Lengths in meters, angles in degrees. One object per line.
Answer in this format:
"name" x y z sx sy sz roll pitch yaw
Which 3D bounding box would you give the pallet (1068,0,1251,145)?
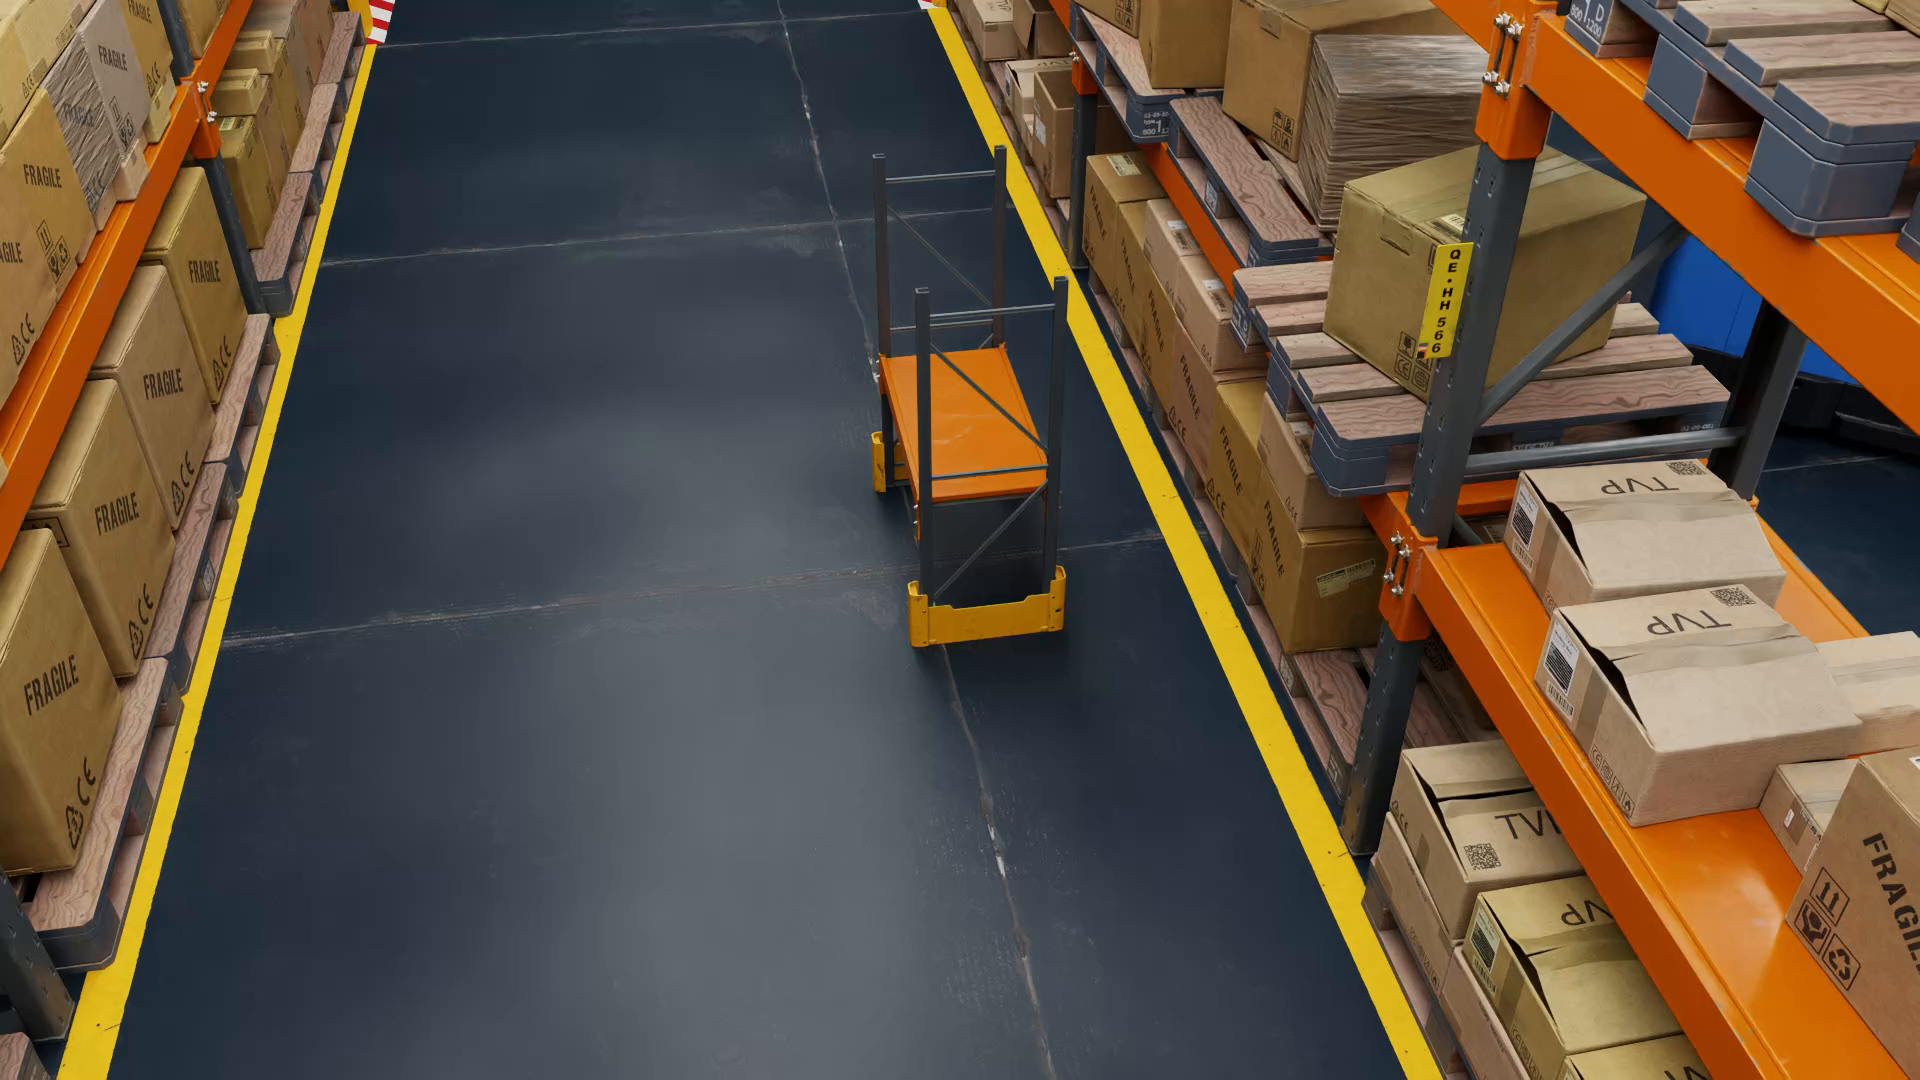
"pallet" 1.090 -2.085 7.145 1.003 0.211 1.213 -6 38 -8

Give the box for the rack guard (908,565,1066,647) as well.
"rack guard" 0.101 0.248 6.227 0.587 0.250 0.087 -6 38 -8

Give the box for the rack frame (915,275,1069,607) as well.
"rack frame" 0.104 -0.234 5.828 0.500 1.500 0.032 -6 38 -8

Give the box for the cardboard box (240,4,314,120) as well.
"cardboard box" -4.123 -2.696 9.471 0.700 0.500 0.500 -7 38 -9

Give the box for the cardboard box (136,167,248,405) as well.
"cardboard box" -3.577 -1.058 7.077 0.750 0.750 0.750 -6 38 -7

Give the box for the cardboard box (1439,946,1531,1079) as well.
"cardboard box" 1.650 1.333 4.489 0.500 0.250 0.500 -7 38 -9

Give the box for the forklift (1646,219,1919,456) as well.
"forklift" 4.601 -1.671 6.512 3.031 2.935 1.130 19 42 22

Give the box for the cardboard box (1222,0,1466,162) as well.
"cardboard box" 1.427 -1.800 6.198 0.700 0.500 0.500 -16 41 -19

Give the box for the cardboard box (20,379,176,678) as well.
"cardboard box" -3.265 -0.009 5.726 0.750 0.750 0.750 -6 38 -8

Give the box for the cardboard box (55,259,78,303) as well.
"cardboard box" -3.267 -0.921 5.679 0.380 0.149 0.250 -5 38 -7

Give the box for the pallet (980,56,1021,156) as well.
"pallet" 0.720 -2.707 10.062 1.003 0.211 1.213 -6 38 -8

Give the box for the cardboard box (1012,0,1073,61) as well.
"cardboard box" 0.723 -2.977 9.813 0.797 0.503 0.637 -6 38 -8

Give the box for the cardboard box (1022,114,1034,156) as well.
"cardboard box" 0.553 -2.236 9.149 0.380 0.149 0.250 -6 38 -8

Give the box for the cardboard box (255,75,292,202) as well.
"cardboard box" -3.934 -2.065 8.658 0.700 0.500 0.500 -7 38 -8

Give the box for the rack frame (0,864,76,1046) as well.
"rack frame" -3.118 0.296 3.924 1.000 3.000 0.127 -6 38 -8

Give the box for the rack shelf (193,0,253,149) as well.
"rack shelf" -4.170 -3.044 8.809 1.077 0.370 4.000 -6 38 -8

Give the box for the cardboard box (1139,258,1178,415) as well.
"cardboard box" 1.087 -0.899 7.142 0.500 0.500 0.500 -6 38 -7

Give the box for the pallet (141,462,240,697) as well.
"pallet" -3.393 0.178 6.349 1.003 0.211 1.213 -6 38 -8

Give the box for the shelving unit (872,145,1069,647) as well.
"shelving unit" 0.013 -0.546 6.231 0.587 1.500 1.083 -6 38 -8

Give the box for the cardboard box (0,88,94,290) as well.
"cardboard box" -3.219 -1.120 5.407 0.500 0.500 0.500 -5 38 -7

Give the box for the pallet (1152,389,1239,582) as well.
"pallet" 1.454 -0.328 7.000 1.003 0.211 1.213 -6 38 -8

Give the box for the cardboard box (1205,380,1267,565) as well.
"cardboard box" 1.273 -0.278 6.341 0.500 0.500 0.500 -8 38 -10

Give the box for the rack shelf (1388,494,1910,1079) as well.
"rack shelf" 2.109 1.253 3.278 1.077 0.370 4.000 -6 38 -8

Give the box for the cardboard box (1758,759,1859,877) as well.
"cardboard box" 2.037 0.625 3.706 0.380 0.149 0.250 -4 38 -5

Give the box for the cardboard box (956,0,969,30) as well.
"cardboard box" 0.259 -3.498 10.690 0.500 0.250 0.500 -6 38 -8

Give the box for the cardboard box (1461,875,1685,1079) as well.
"cardboard box" 1.661 1.124 4.300 0.500 0.311 0.500 -7 38 -9

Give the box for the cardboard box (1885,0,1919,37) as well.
"cardboard box" 2.003 -0.947 2.859 0.500 0.250 0.500 -5 38 -7

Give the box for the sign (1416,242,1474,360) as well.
"sign" 1.226 -0.601 4.199 0.100 0.325 0.005 -6 38 -8

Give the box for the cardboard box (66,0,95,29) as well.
"cardboard box" -3.405 -2.016 5.949 0.500 0.250 0.500 -5 38 -7

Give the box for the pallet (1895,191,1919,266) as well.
"pallet" 2.164 -0.273 2.366 1.003 0.211 1.213 -5 38 -6

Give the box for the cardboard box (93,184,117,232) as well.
"cardboard box" -3.331 -1.235 6.084 0.380 0.149 0.250 -6 38 -8

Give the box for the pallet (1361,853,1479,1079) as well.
"pallet" 1.864 1.364 4.822 1.003 0.211 1.213 -6 38 -8

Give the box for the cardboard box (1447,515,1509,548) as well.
"cardboard box" 1.862 -0.047 6.044 0.500 0.500 0.500 -8 38 -10

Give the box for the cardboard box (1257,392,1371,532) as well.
"cardboard box" 1.349 -0.295 5.752 0.500 0.250 0.500 -5 38 -6

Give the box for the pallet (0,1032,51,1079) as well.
"pallet" -2.983 1.870 4.171 1.003 0.211 1.213 -6 38 -8

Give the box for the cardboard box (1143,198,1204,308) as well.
"cardboard box" 1.077 -1.215 6.937 0.500 0.250 0.500 -6 38 -8

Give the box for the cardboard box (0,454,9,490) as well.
"cardboard box" -2.947 -0.159 4.698 0.380 0.149 0.250 -5 38 -7

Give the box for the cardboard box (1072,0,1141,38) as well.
"cardboard box" 0.920 -2.550 7.163 0.700 0.500 0.500 -19 42 -23

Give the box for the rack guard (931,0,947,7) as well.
"rack guard" 0.369 -4.038 11.540 1.175 0.500 0.348 -6 38 -8

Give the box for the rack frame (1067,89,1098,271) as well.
"rack frame" 1.057 -2.655 7.722 1.000 3.000 0.127 -6 38 -8

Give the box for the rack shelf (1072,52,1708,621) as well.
"rack shelf" 1.408 -1.163 6.388 1.077 0.370 4.000 -6 38 -8

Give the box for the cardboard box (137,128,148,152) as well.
"cardboard box" -3.413 -1.544 6.480 0.380 0.149 0.250 -5 38 -7

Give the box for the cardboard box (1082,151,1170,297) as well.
"cardboard box" 0.902 -1.523 7.944 0.500 0.500 0.500 -8 39 -10

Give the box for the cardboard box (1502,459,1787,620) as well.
"cardboard box" 1.779 0.021 4.351 0.500 0.311 0.500 -4 38 -5

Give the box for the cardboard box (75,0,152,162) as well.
"cardboard box" -3.391 -1.726 6.186 0.500 0.500 0.500 -6 38 -8

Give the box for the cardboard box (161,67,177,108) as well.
"cardboard box" -3.481 -1.855 6.881 0.380 0.149 0.250 -6 38 -8

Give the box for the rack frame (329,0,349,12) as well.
"rack frame" -4.521 -4.536 10.143 1.000 3.000 0.127 -6 38 -8

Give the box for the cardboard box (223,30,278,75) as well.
"cardboard box" -3.822 -2.559 8.765 0.380 0.149 0.250 -7 38 -9

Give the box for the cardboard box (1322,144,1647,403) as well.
"cardboard box" 1.537 -0.812 4.927 0.700 0.500 0.500 -19 42 -23

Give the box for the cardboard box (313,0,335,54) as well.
"cardboard box" -4.299 -3.302 10.251 0.700 0.500 0.500 -6 38 -8

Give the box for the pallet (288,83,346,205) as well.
"pallet" -4.093 -2.225 9.442 1.003 0.211 1.213 -6 38 -8

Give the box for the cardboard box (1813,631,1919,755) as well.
"cardboard box" 2.188 0.374 4.028 0.380 0.149 0.250 -6 38 -8

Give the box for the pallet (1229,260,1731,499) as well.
"pallet" 1.570 -0.565 5.188 1.213 0.211 1.003 -6 38 -8

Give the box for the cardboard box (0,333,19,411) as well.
"cardboard box" -3.034 -0.507 4.617 0.500 0.500 0.500 -5 38 -6
